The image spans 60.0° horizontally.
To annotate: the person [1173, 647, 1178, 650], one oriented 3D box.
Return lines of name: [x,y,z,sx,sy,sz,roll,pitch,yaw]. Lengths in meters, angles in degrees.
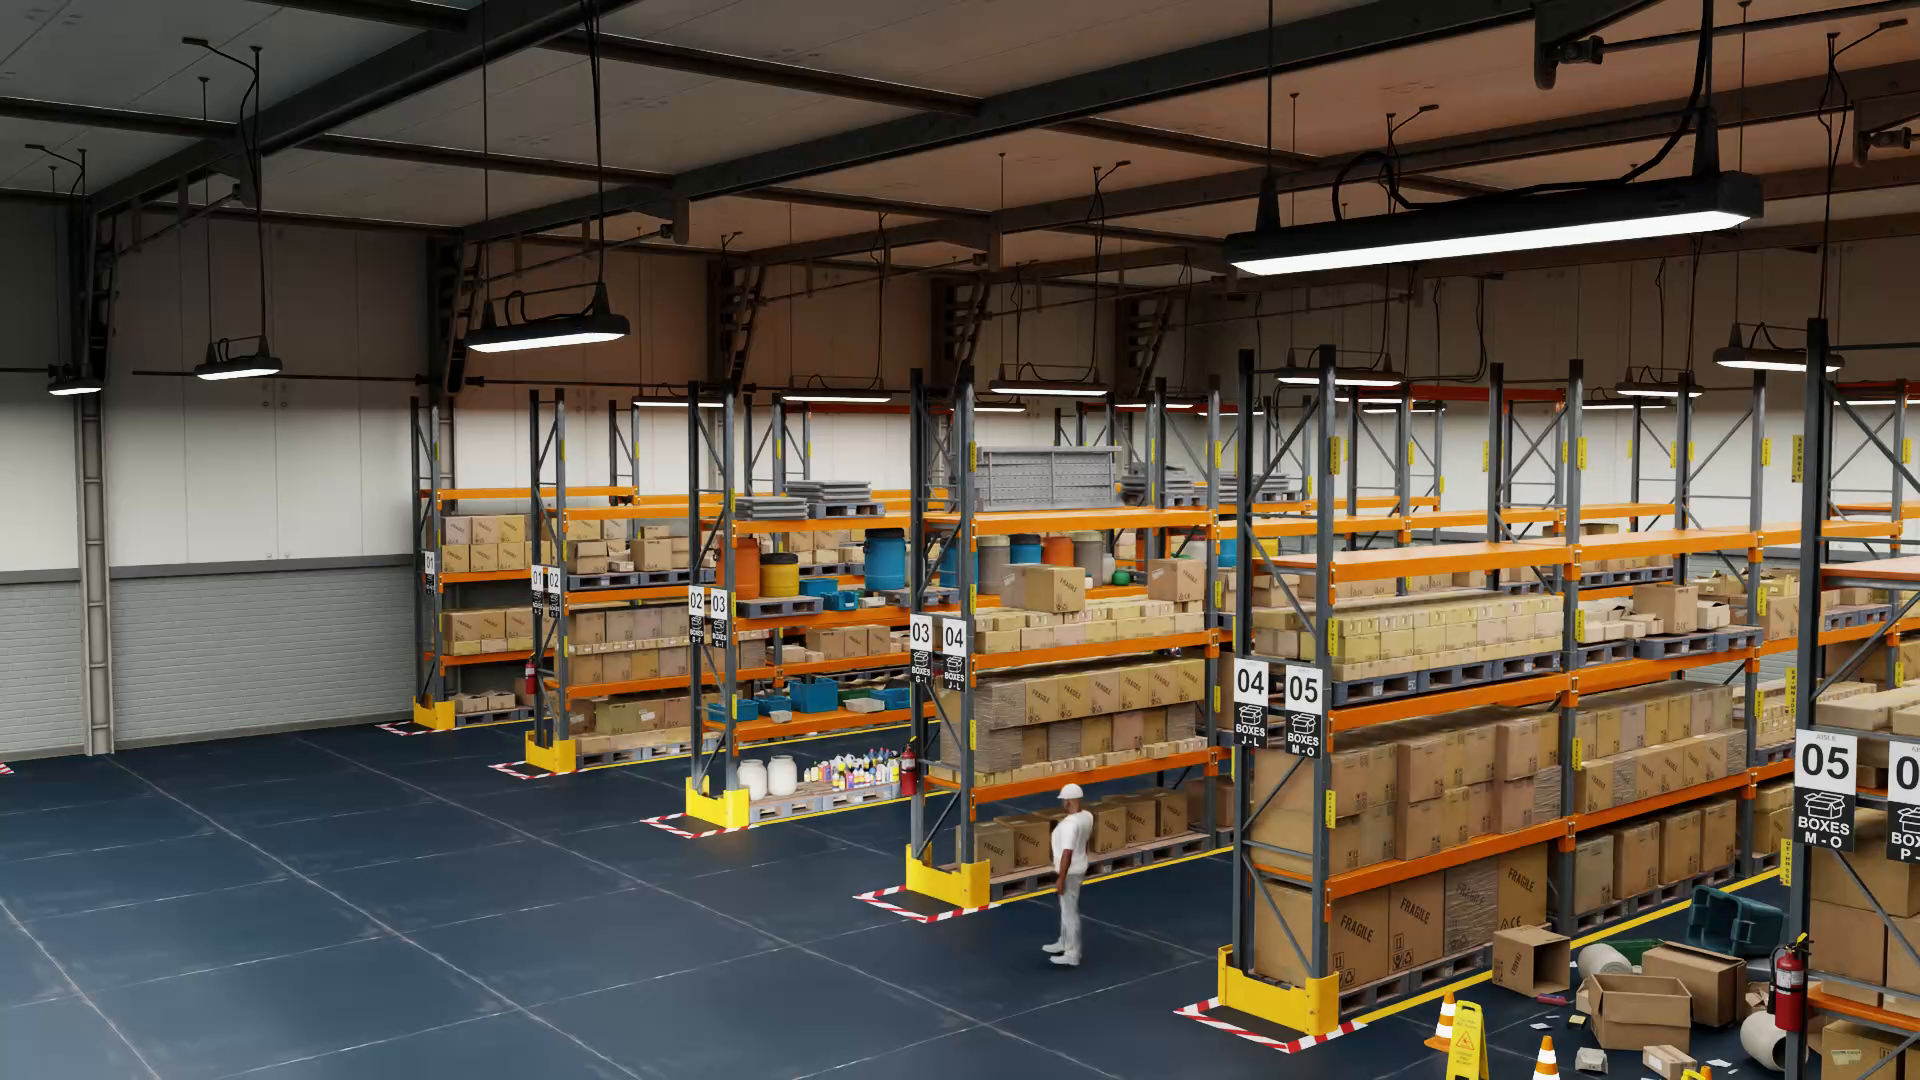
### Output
person: [3.958,2.542,30.503,0.318,1.647,0.520,3,5,42]

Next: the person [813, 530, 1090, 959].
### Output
person: [-0.772,1.887,23.135,6.173,3.682,13.164,1,3,9]
